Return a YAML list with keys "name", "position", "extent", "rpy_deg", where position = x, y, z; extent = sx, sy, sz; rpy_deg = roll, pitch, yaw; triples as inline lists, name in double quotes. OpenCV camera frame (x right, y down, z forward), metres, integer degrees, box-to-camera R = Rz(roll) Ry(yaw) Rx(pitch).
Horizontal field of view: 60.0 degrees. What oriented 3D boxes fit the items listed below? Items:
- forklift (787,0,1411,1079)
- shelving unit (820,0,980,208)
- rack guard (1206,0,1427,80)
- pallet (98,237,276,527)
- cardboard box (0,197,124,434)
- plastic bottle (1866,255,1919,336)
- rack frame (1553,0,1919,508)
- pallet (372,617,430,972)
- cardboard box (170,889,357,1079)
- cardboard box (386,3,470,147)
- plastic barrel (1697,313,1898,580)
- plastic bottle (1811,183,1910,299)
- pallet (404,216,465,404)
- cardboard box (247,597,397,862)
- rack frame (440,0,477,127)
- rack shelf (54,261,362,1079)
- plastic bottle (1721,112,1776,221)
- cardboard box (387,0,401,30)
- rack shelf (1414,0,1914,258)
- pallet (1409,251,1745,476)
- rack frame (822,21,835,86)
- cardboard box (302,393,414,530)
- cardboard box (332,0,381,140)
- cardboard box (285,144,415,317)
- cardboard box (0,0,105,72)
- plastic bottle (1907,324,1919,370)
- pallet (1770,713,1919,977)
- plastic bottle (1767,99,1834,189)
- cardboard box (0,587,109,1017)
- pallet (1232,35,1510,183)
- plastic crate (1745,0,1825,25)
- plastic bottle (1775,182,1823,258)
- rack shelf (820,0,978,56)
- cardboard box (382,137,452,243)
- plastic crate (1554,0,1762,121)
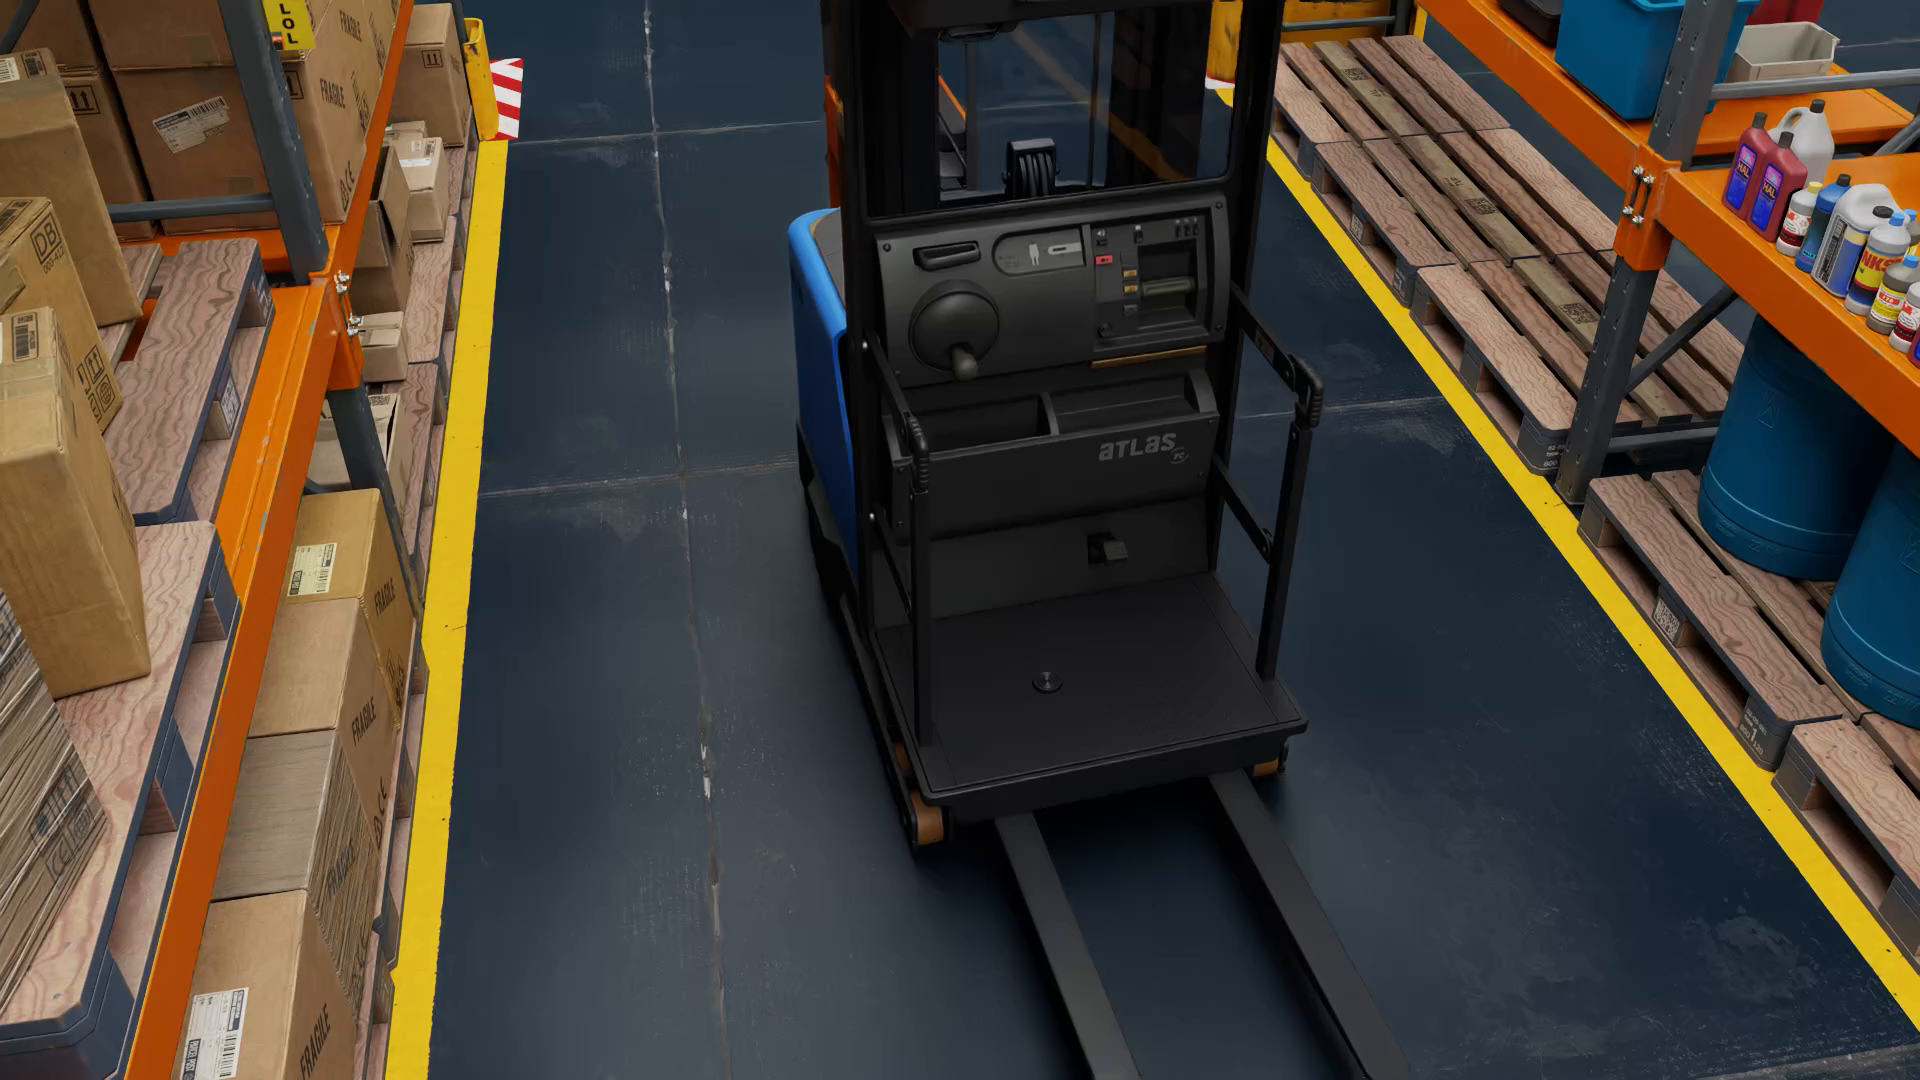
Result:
- name: "forklift"
  position: [0.309, -0.573, 4.099]
  extent: [1.130, 2.935, 3.031]
  rpy_deg: [-9, 39, -12]
- name: "shelving unit"
  position: [-0.206, -1.287, 5.695]
  extent: [0.431, 2.100, 0.503]
  rpy_deg: [-9, 39, -12]
- name: "rack guard"
  position: [1.922, -2.831, 8.987]
  extent: [1.175, 0.500, 0.348]
  rpy_deg: [-6, 38, -8]
- name: "pallet"
  position: [-2.204, -0.289, 3.833]
  extent: [1.003, 0.211, 1.213]
  rpy_deg: [-6, 38, -8]
- name: "cardboard box"
  position: [-2.191, -0.345, 3.326]
  extent: [0.700, 0.500, 0.500]
  rpy_deg: [-1, 38, -1]
- name: "plastic bottle"
  position: [2.421, -0.638, 4.288]
  extent: [0.097, 0.201, 0.097]
  rpy_deg: [0, 38, 0]
- name: "rack frame"
  position: [2.640, -1.389, 5.093]
  extent: [1.000, 3.000, 0.127]
  rpy_deg: [-6, 38, -8]
- name: "pallet"
  position: [-2.057, 0.730, 4.639]
  extent: [1.003, 0.211, 1.213]
  rpy_deg: [-6, 38, -8]
- name: "cardboard box"
  position: [-1.611, 1.131, 3.528]
  extent: [0.500, 0.500, 0.500]
  rpy_deg: [-7, 38, -9]
- name: "cardboard box"
  position: [-2.601, -2.160, 7.764]
  extent: [0.500, 0.500, 0.500]
  rpy_deg: [-6, 38, -8]
- name: "plastic barrel"
  position: [2.719, -0.396, 5.183]
  extent: [0.600, 0.901, 0.708]
  rpy_deg: [-6, 38, -8]
- name: "plastic bottle"
  position: [2.410, -0.799, 4.434]
  extent: [0.152, 0.276, 0.135]
  rpy_deg: [-6, 38, -8]
- name: "pallet"
  position: [-2.574, -0.911, 6.751]
  extent: [1.003, 0.211, 1.213]
  rpy_deg: [-6, 38, -8]
- name: "cardboard box"
  position: [-1.790, 0.521, 4.313]
  extent: [0.500, 0.500, 0.500]
  rpy_deg: [-6, 38, -8]
- name: "rack frame"
  position: [-2.938, -3.275, 7.520]
  extent: [1.000, 3.000, 0.127]
  rpy_deg: [-6, 38, -8]
- name: "rack shelf"
  position: [-1.886, 0.633, 3.076]
  extent: [1.077, 0.370, 4.000]
  rpy_deg: [-6, 38, -8]
- name: "plastic bottle"
  position: [2.284, -1.076, 4.785]
  extent: [0.061, 0.283, 0.133]
  rpy_deg: [-6, 38, -8]
- name: "cardboard box"
  position: [-2.327, -2.154, 5.996]
  extent: [0.500, 0.500, 0.500]
  rpy_deg: [-7, 38, -9]
- name: "rack shelf"
  position: [2.290, -2.313, 6.869]
  extent: [1.077, 0.370, 4.000]
  rpy_deg: [-6, 38, -8]
- name: "pallet"
  position: [2.473, -0.728, 6.515]
  extent: [1.003, 0.211, 1.213]
  rpy_deg: [-6, 38, -8]
- name: "rack frame"
  position: [-0.270, -1.431, 5.881]
  extent: [0.400, 2.100, 0.015]
  rpy_deg: [-9, 39, -12]
- name: "cardboard box"
  position: [-2.098, -0.248, 5.457]
  extent: [0.500, 0.311, 0.500]
  rpy_deg: [-6, 38, -8]
- name: "cardboard box"
  position: [-2.151, -1.544, 5.211]
  extent: [0.500, 0.500, 0.500]
  rpy_deg: [-6, 38, -7]
- name: "cardboard box"
  position: [-2.572, -1.181, 6.501]
  extent: [0.797, 0.503, 0.637]
  rpy_deg: [-6, 38, -8]
- name: "cardboard box"
  position: [-2.581, -1.571, 4.430]
  extent: [0.500, 0.500, 0.500]
  rpy_deg: [-6, 38, -8]
- name: "plastic bottle"
  position: [2.440, -0.539, 4.095]
  extent: [0.061, 0.283, 0.133]
  rpy_deg: [-6, 38, -8]
- name: "pallet"
  position: [2.952, 0.921, 4.393]
  extent: [1.003, 0.211, 1.213]
  rpy_deg: [-6, 38, -8]
- name: "plastic bottle"
  position: [2.390, -1.098, 4.759]
  extent: [0.144, 0.351, 0.185]
  rpy_deg: [-6, 38, -8]
- name: "cardboard box"
  position: [-1.730, 0.411, 2.353]
  extent: [0.700, 0.500, 0.500]
  rpy_deg: [0, 38, 1]
- name: "pallet"
  position: [2.045, -2.202, 8.412]
  extent: [1.003, 0.211, 1.213]
  rpy_deg: [-6, 38, -8]
- name: "plastic crate"
  position: [2.731, -2.005, 5.784]
  extent: [0.402, 0.464, 0.583]
  rpy_deg: [-6, 38, -8]
- name: "plastic bottle"
  position: [2.346, -0.895, 4.619]
  extent: [0.097, 0.201, 0.097]
  rpy_deg: [0, 38, 0]
- name: "rack shelf"
  position: [-0.206, -1.829, 5.274]
  extent: [0.431, 0.518, 0.480]
  rpy_deg: [-9, 39, -12]
- name: "cardboard box"
  position: [-2.464, -1.484, 7.098]
  extent: [0.500, 0.250, 0.500]
  rpy_deg: [-6, 38, -8]
- name: "plastic crate"
  position: [2.223, -1.652, 5.396]
  extent: [0.392, 0.384, 0.575]
  rpy_deg: [-6, 38, -8]
